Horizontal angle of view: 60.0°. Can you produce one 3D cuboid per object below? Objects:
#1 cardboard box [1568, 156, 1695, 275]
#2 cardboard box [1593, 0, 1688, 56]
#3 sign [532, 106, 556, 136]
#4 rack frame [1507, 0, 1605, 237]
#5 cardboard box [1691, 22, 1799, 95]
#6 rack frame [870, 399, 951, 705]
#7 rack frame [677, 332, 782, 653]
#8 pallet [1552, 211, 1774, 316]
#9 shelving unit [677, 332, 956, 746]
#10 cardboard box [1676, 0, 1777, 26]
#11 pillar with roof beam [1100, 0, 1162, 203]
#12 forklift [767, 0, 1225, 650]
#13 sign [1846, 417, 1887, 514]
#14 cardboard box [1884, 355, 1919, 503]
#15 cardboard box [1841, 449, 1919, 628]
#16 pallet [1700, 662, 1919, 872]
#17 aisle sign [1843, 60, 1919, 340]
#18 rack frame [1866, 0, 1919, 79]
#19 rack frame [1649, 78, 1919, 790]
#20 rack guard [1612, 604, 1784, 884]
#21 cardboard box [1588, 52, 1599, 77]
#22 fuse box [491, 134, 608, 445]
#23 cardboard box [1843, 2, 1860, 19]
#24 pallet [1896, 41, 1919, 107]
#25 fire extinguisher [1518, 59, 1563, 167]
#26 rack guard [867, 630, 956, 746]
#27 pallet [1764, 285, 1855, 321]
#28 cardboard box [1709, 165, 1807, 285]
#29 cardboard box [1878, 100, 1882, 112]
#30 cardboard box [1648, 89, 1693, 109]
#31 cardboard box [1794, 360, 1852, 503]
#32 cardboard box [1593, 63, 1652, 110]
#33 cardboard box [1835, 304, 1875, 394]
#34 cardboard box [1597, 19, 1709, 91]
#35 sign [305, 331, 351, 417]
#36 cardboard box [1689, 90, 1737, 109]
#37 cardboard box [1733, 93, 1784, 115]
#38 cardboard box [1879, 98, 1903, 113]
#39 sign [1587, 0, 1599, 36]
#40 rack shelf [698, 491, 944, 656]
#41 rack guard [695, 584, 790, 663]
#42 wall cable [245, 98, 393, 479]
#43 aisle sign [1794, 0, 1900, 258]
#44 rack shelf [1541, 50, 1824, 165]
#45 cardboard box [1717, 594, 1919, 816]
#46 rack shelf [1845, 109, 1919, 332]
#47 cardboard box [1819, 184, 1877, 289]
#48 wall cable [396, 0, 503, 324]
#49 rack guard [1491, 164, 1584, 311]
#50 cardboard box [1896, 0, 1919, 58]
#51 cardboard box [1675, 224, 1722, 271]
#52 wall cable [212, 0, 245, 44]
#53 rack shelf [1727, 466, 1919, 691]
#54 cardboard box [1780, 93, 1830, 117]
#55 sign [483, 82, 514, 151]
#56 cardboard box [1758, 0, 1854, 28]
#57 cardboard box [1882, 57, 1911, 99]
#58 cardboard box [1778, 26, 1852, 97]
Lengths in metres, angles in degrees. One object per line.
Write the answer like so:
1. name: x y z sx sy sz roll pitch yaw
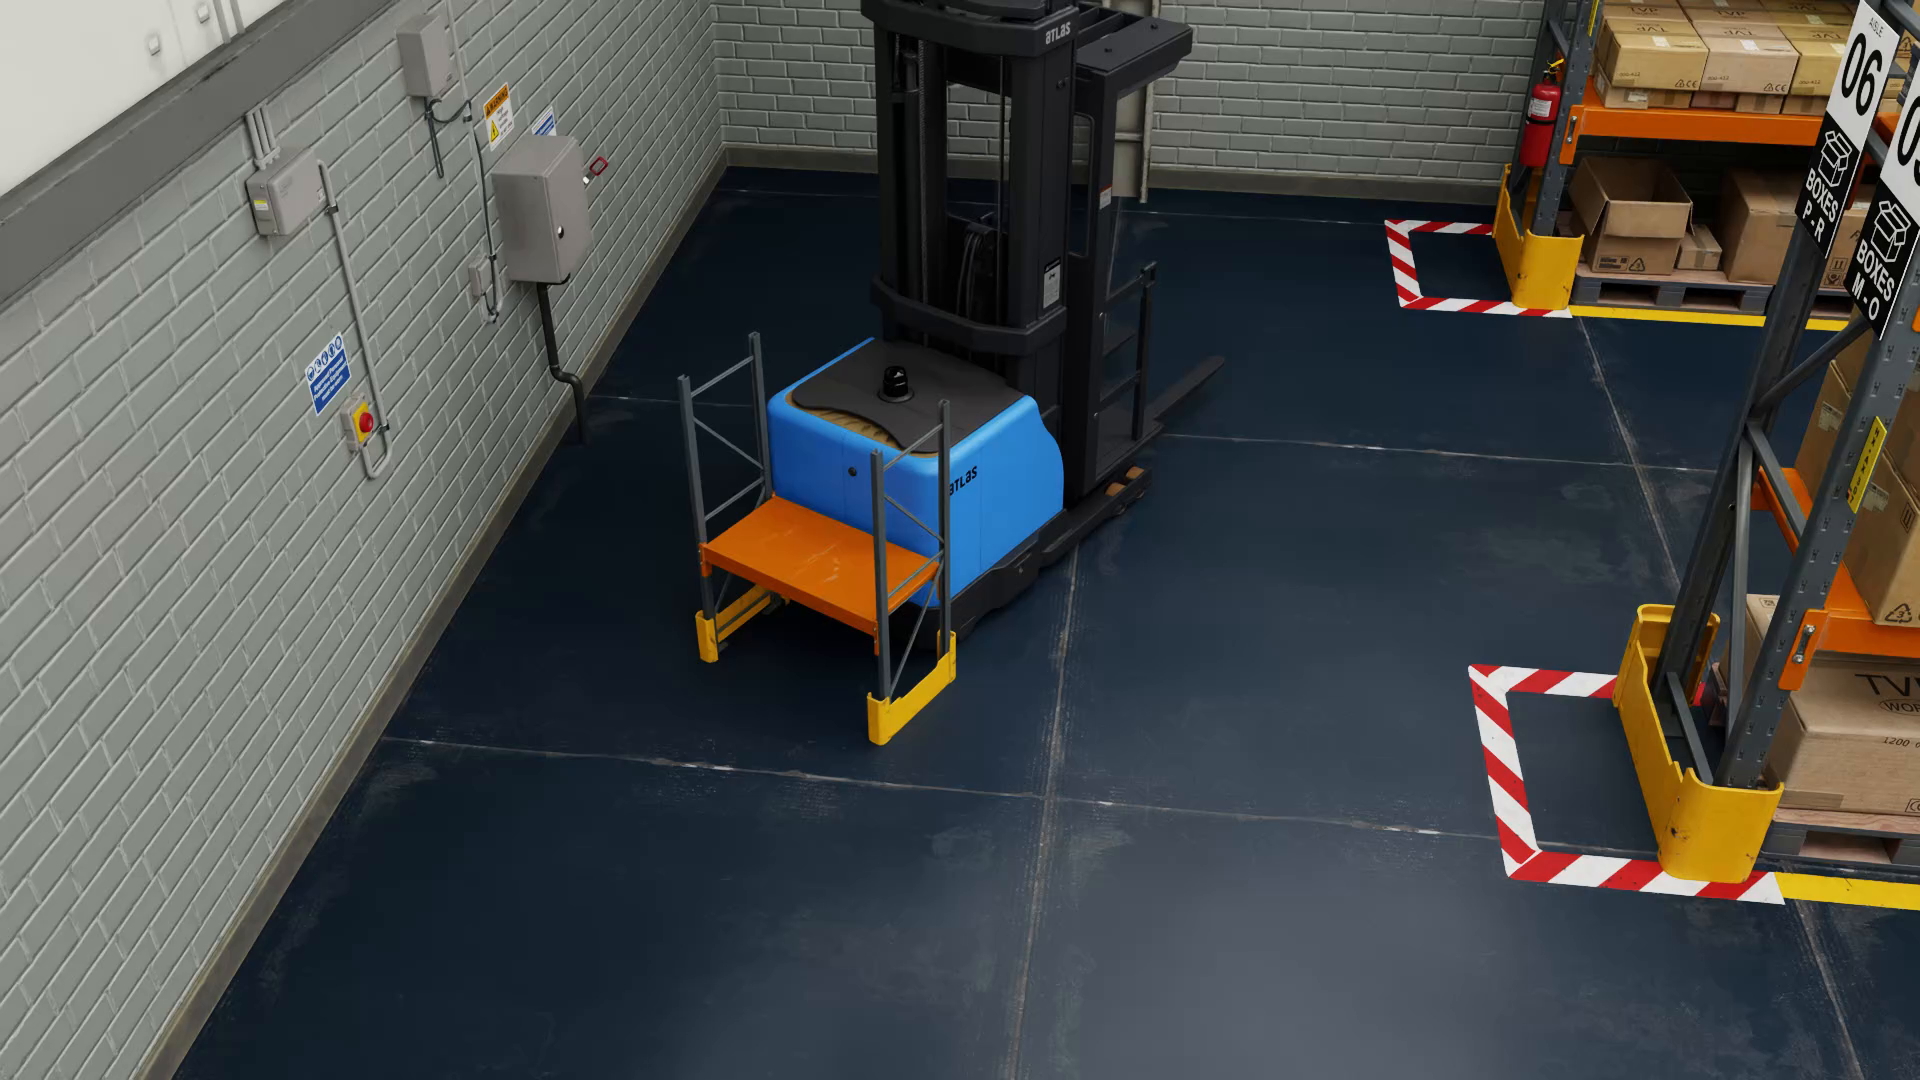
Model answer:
1. cardboard box: 4.328 -2.099 10.753 0.637 0.503 0.797 3 36 4
2. cardboard box: 4.224 -3.223 10.414 0.500 0.250 0.500 5 36 7
3. sign: -2.221 -2.048 8.976 0.001 0.494 0.329 4 36 6
4. rack frame: 3.734 -3.044 10.290 0.127 3.000 1.000 4 36 6
5. cardboard box: 4.649 -2.878 9.930 0.500 0.250 0.500 5 36 6
6. rack frame: -0.196 0.154 7.100 0.032 1.500 0.500 22 41 28
7. rack frame: -1.032 -0.182 7.571 0.032 1.500 0.500 22 41 28
8. pallet: 4.600 -1.845 11.010 1.213 0.211 1.003 4 36 6
9. shelving unit: -0.622 -0.017 7.339 1.083 1.500 0.587 22 41 28
10. cardboard box: 4.735 -3.184 10.359 0.500 0.250 0.500 4 36 6
11. pillar with roof beam: 0.626 -3.724 6.079 0.400 9.000 9.100 4 36 6
12. forklift: 0.375 -1.483 8.162 1.130 2.935 3.031 24 42 29
13. sign: 3.028 -0.249 5.560 0.005 0.325 0.100 4 36 6
14. cardboard box: 3.545 -0.432 5.683 0.500 0.500 0.500 4 36 5
15. cardboard box: 3.545 -0.023 5.972 0.500 0.500 0.500 4 36 6
16. pallet: 3.908 0.966 7.073 1.213 0.211 1.003 4 36 6
17. aisle sign: 2.997 -1.080 5.300 0.004 0.787 0.394 4 36 6
18. rack frame: 3.105 -2.625 4.539 0.127 3.000 1.000 4 36 6
19. rack frame: 3.105 -0.184 6.282 0.127 3.000 1.000 4 36 6
20. rack guard: 3.081 0.832 7.011 0.348 0.500 1.175 4 36 6
21. cardboard box: 4.096 -3.072 10.545 0.250 0.149 0.380 4 36 5
22. fuse box: -2.079 -1.262 8.903 0.414 1.711 0.539 4 36 6
23. cardboard box: 5.744 -3.106 10.250 0.500 0.250 0.500 4 36 6
24. pallet: 3.842 -1.320 5.368 1.213 0.211 1.003 4 36 6
25. fire extinguisher: 3.529 -2.605 10.063 0.183 0.674 0.296 4 36 6
26. rack guard: -0.212 0.656 7.472 0.087 0.250 0.587 22 41 28
27. pallet: 5.806 -1.753 10.882 1.213 0.211 1.003 4 36 6
28. cardboard box: 5.171 -2.012 10.634 0.500 0.500 0.700 6 36 8
29. cardboard box: 5.296 -2.635 9.934 0.250 0.149 0.380 3 36 5
30. cardboard box: 4.283 -2.767 10.118 0.250 0.149 0.380 5 36 7
31. cardboard box: 3.617 -0.341 6.417 0.500 0.500 0.500 4 36 6
32. cardboard box: 4.025 -2.759 10.107 0.250 0.149 0.380 4 36 6
33. cardboard box: 3.614 -0.733 6.105 0.500 0.500 0.500 5 36 8
34. cardboard box: 4.149 -2.915 9.982 0.500 0.250 0.500 4 36 6
35. sign: -2.558 -0.674 6.737 0.001 0.218 0.327 4 36 6
36. cardboard box: 4.548 -2.768 10.119 0.250 0.149 0.380 4 36 5
37. cardboard box: 4.791 -2.714 10.043 0.250 0.149 0.380 5 36 7
38. cardboard box: 5.560 -2.628 9.923 0.250 0.149 0.380 5 36 7
39. sign: 3.665 -3.084 9.600 0.005 0.325 0.100 4 36 6
40. rack shelf: -0.614 0.132 7.440 1.000 0.185 0.538 22 41 28
41. rack guard: -1.031 0.326 7.934 0.087 0.250 0.587 22 41 28
42. wall cable: -2.491 -1.014 6.544 0.123 1.953 0.585 4 36 6
43. aisle sign: 3.073 -1.426 5.785 0.004 0.787 0.394 4 36 6
44. rack shelf: 5.717 -2.603 10.292 4.000 0.370 1.077 4 36 6
45. cardboard box: 3.772 0.680 6.917 0.875 0.438 0.875 3 36 4
46. rack shelf: 5.089 -0.964 5.412 4.000 0.370 1.077 4 36 6
47. cardboard box: 5.683 -1.915 10.499 0.500 0.500 0.500 5 36 7
48. wall cable: -2.322 -1.819 7.699 0.122 1.984 0.588 4 36 6
49. rack guard: 3.809 -2.021 11.008 0.348 0.500 1.175 4 36 6
50. cardboard box: 5.637 -3.110 9.609 0.500 0.500 0.500 5 36 7
51. cardboard box: 4.745 -1.901 10.781 0.250 0.149 0.380 3 36 4
52. wall cable: -2.573 -2.884 4.902 0.029 3.000 0.463 4 36 6
53. rack shelf: 5.089 0.257 6.284 4.000 0.370 1.077 4 36 6
54. cardboard box: 5.055 -2.697 10.020 0.250 0.149 0.380 5 36 7
55. sign: -2.291 -2.107 8.266 0.001 0.242 0.339 4 36 6
56. cardboard box: 5.225 -3.145 10.304 0.500 0.250 0.500 5 36 7
57. cardboard box: 5.662 -2.817 9.845 0.500 0.250 0.500 3 36 5
58. cardboard box: 5.153 -2.842 9.881 0.500 0.250 0.500 4 36 5
